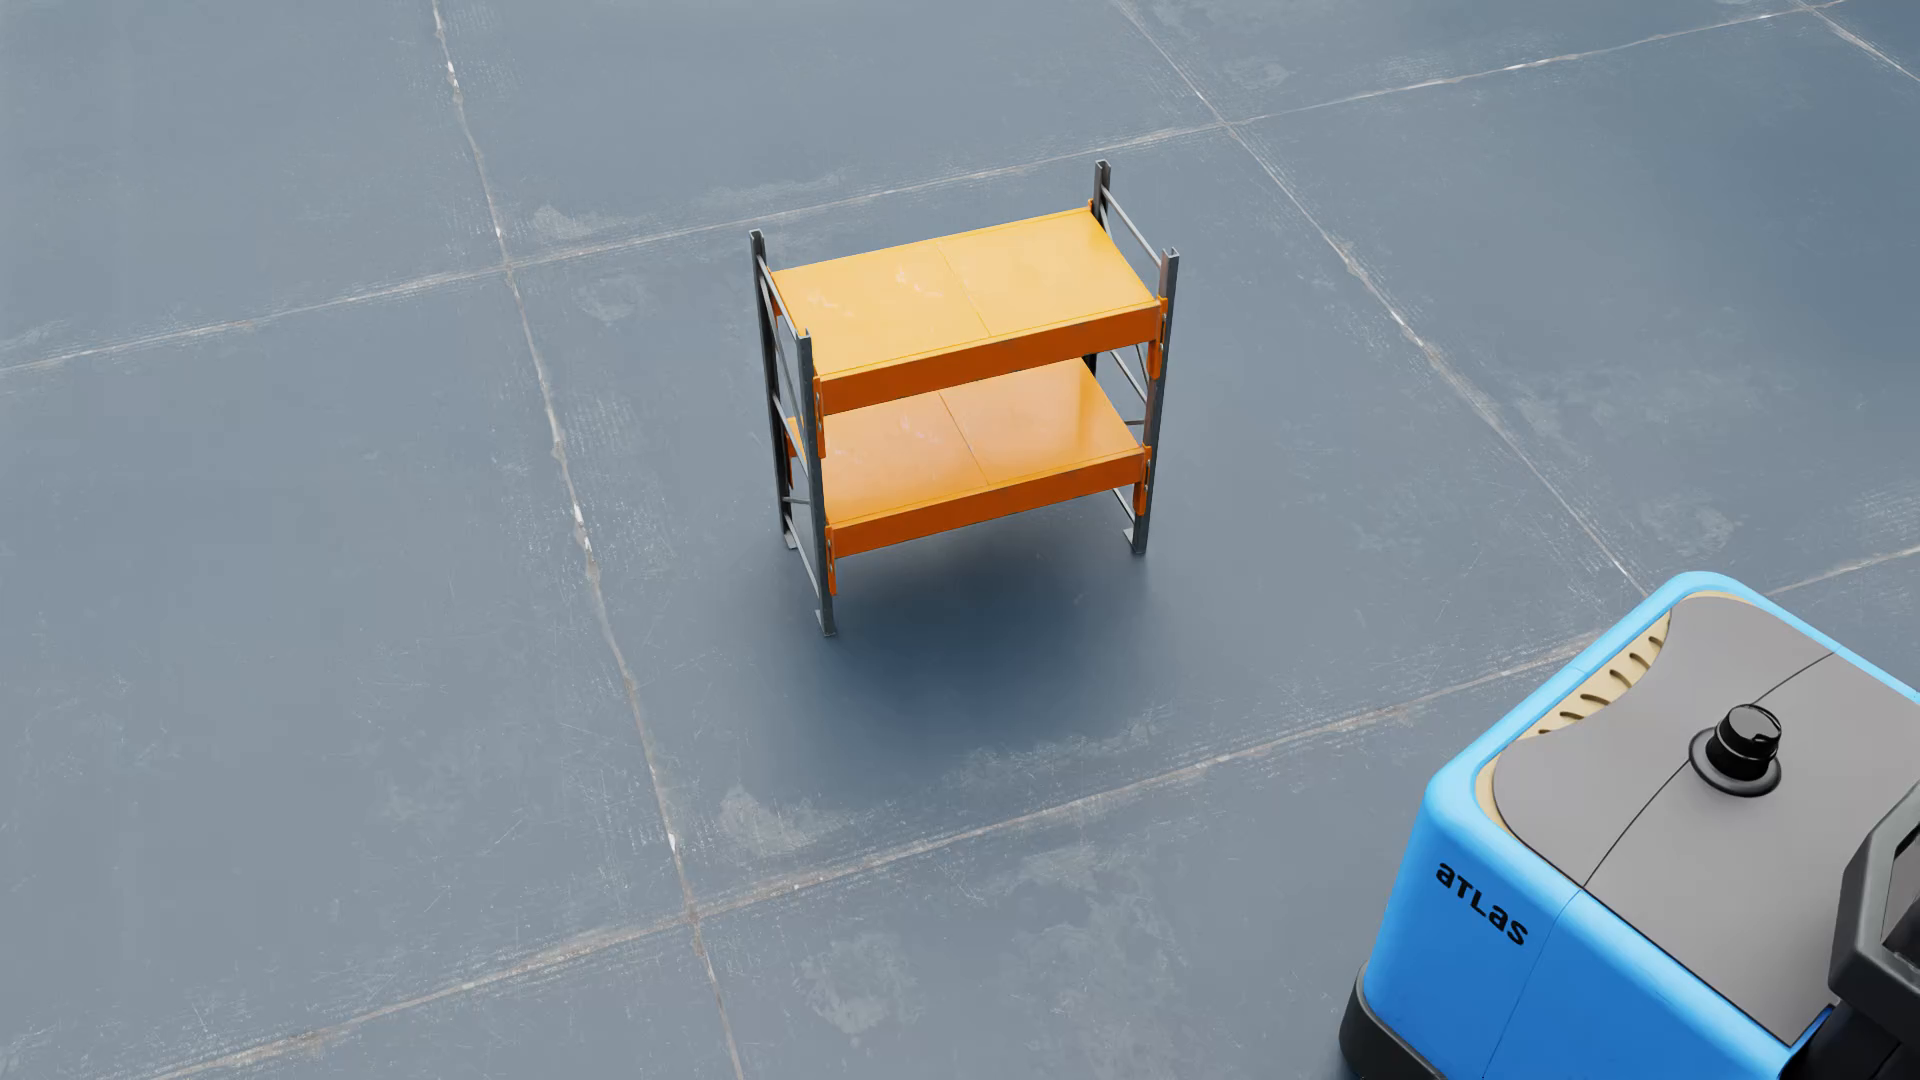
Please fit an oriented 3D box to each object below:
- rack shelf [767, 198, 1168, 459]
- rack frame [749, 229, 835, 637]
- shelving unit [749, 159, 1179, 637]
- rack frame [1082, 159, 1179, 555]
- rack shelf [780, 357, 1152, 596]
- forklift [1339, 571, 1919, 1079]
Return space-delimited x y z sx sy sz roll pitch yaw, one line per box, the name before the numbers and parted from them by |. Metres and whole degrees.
rack shelf | 0.006 -0.605 4.646 1.000 0.278 0.538 -14 47 -14
rack frame | -0.472 -0.276 4.731 0.032 1.125 0.500 -14 47 -14
shelving unit | 0.006 -0.399 4.853 1.048 1.125 0.538 -14 47 -14
rack frame | 0.485 -0.521 4.975 0.032 1.125 0.500 -14 47 -14
rack shelf | 0.006 -0.226 5.026 1.000 0.278 0.538 -14 47 -14
forklift | 2.238 0.783 2.400 1.130 2.935 3.031 -31 53 -27
